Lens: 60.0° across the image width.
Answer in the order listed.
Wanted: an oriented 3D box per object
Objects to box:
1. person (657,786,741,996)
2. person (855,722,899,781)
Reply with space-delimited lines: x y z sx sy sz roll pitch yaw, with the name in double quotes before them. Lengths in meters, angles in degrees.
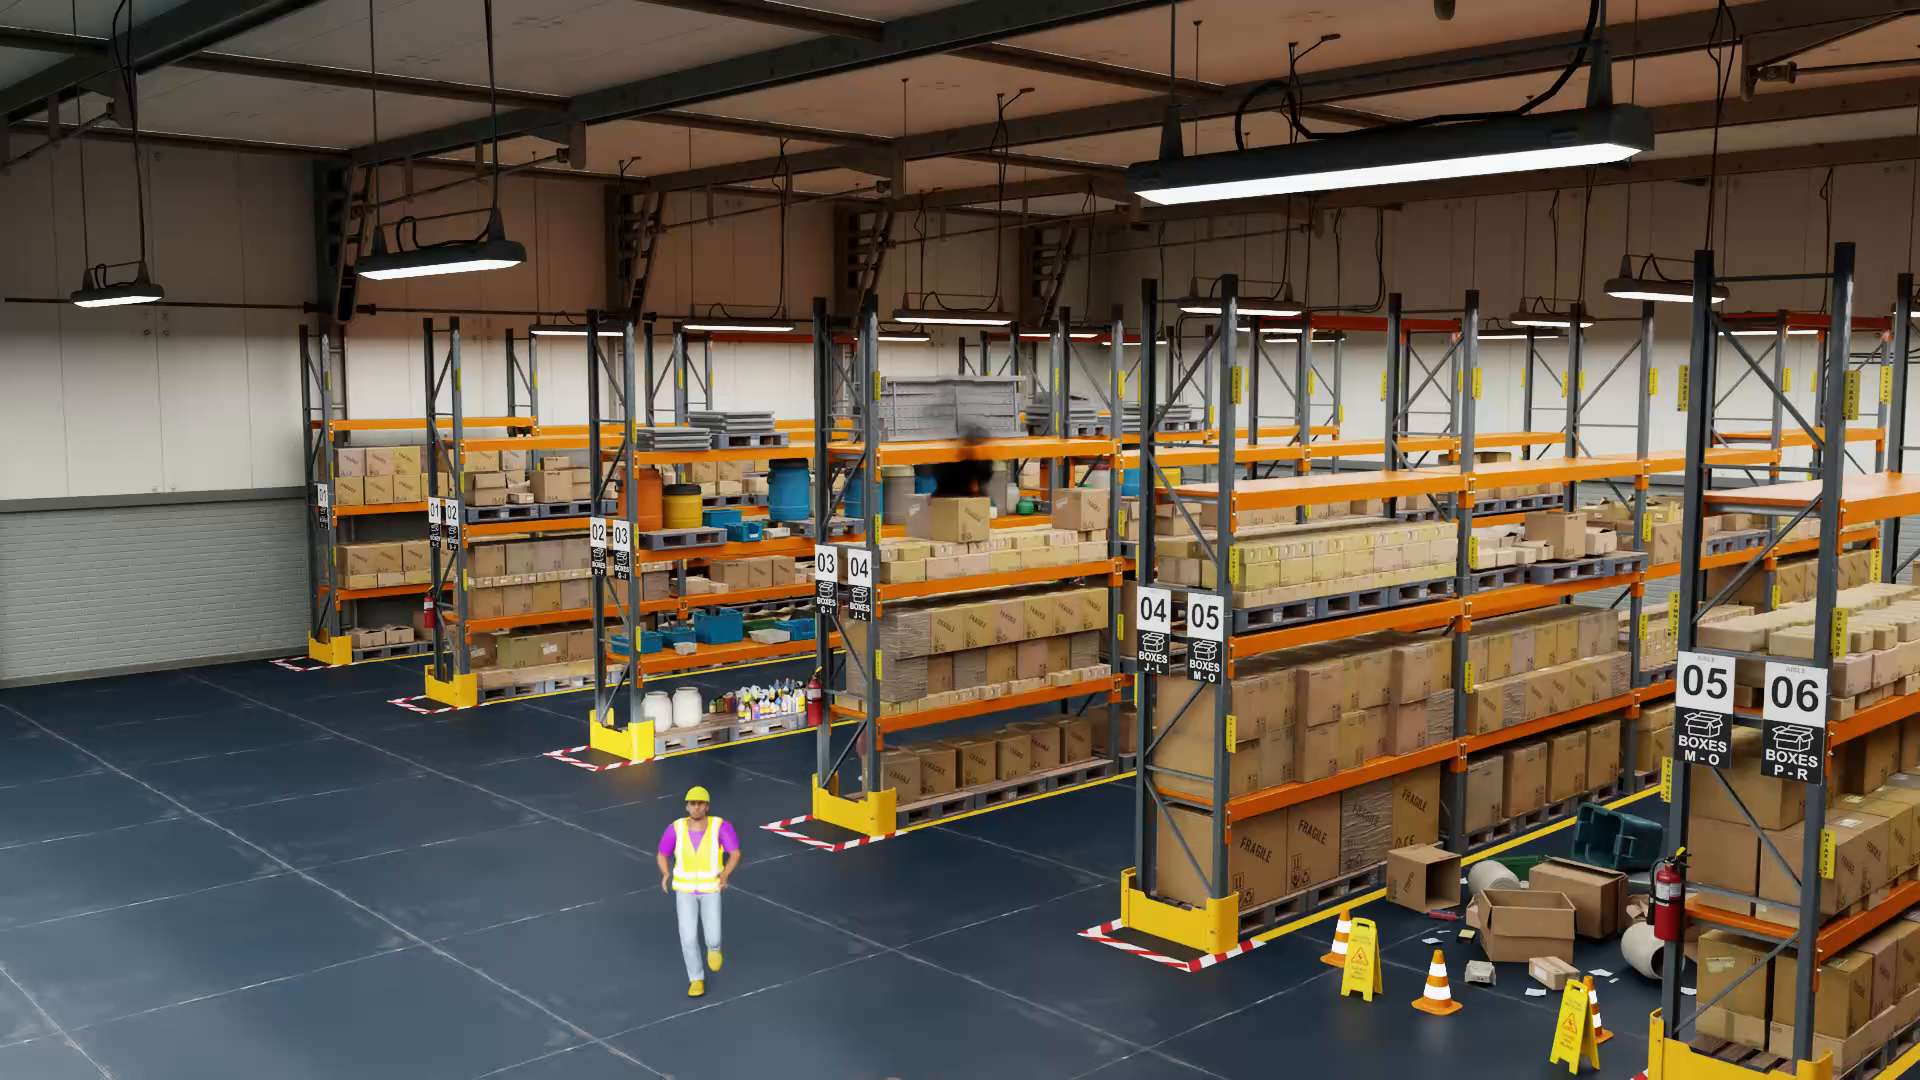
"person" -2.192 2.906 13.935 0.700 1.718 0.625 0 6 -4
"person" -1.088 2.229 21.084 0.554 1.619 0.580 -6 8 -44
